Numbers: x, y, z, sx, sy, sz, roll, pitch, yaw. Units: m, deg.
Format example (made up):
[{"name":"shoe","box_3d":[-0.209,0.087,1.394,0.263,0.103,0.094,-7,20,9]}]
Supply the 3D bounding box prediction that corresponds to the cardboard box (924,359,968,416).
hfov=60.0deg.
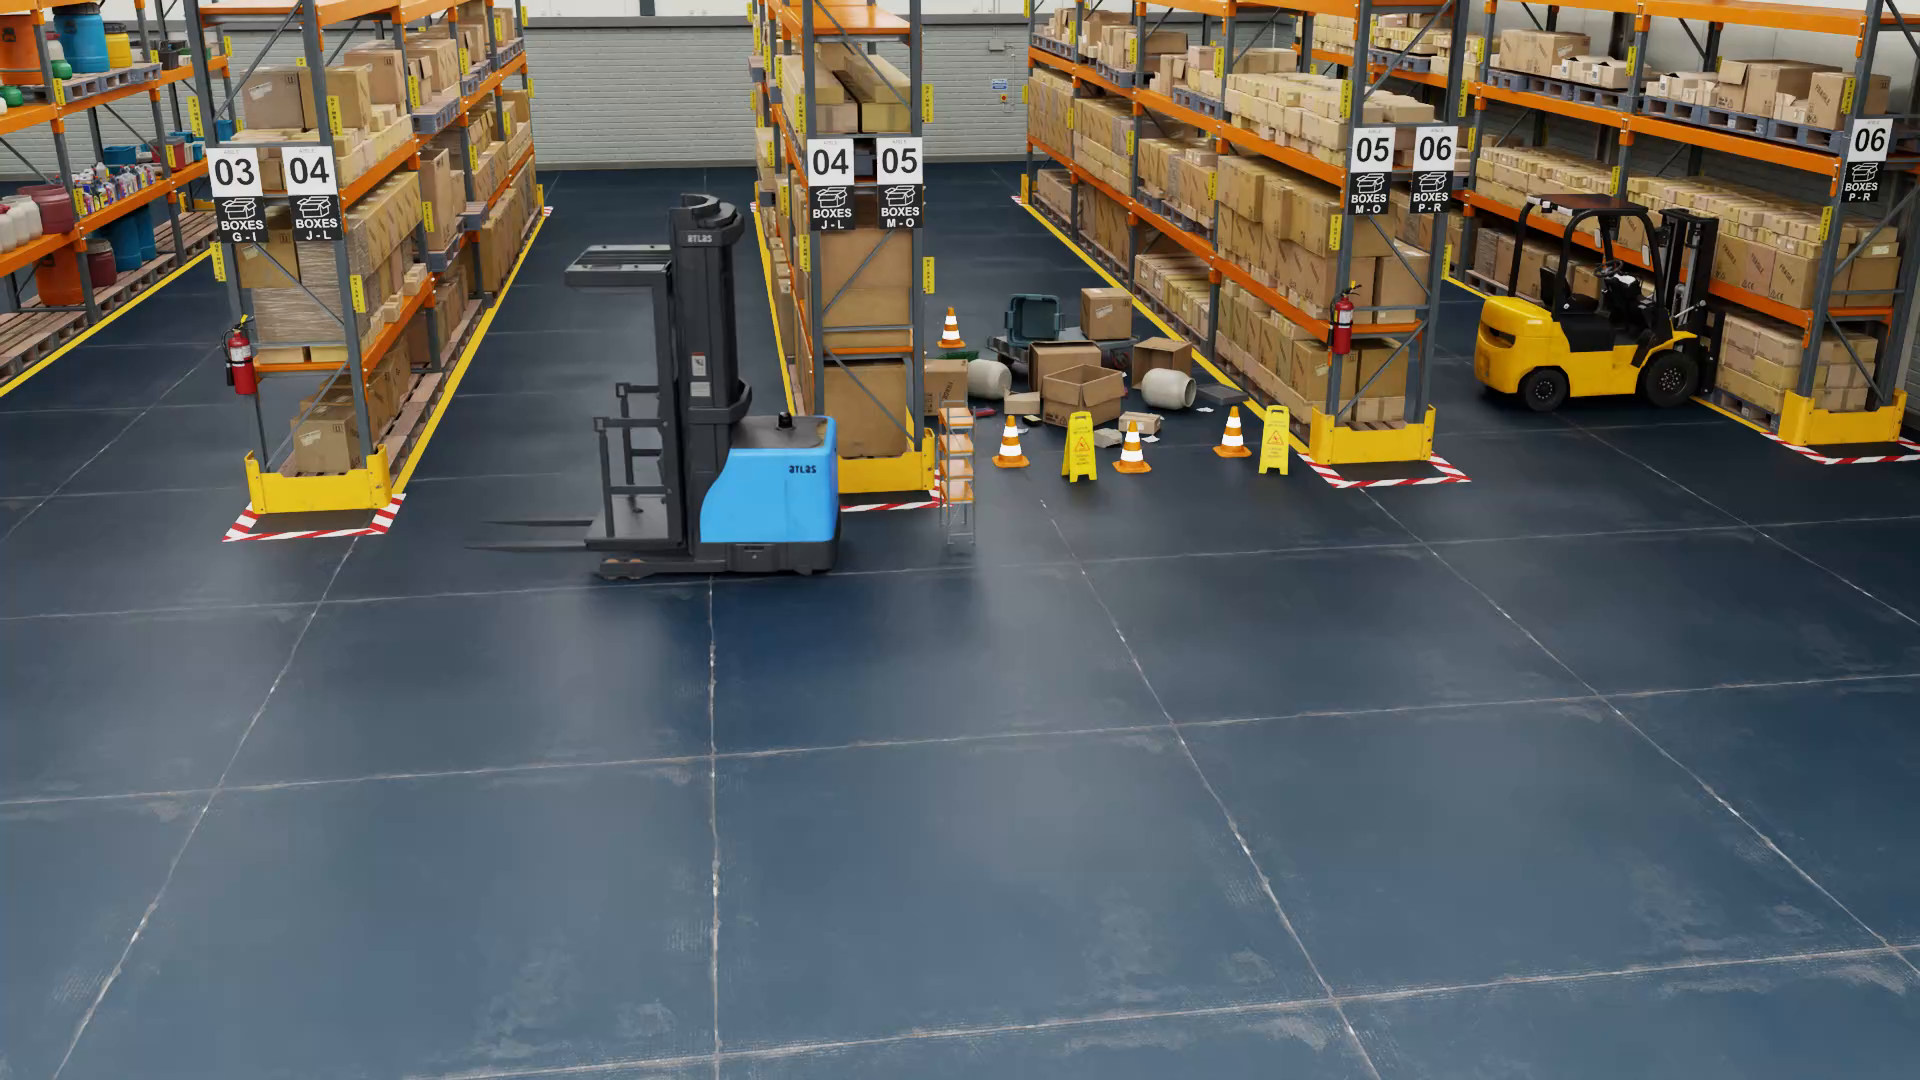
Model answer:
[{"name":"cardboard box","box_3d":[-0.170,-1.642,17.894,0.500,0.500,0.500,1,20,2]}]

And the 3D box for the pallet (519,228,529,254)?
[{"name":"pallet","box_3d":[-7.518,-4.813,26.800,1.003,0.211,1.213,-3,21,-8]}]

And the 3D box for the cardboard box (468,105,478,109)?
[{"name":"cardboard box","box_3d":[-7.885,-6.592,26.295,0.500,0.500,0.500,-3,21,-7]}]

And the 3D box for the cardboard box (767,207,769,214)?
[{"name":"cardboard box","box_3d":[-2.718,-5.175,25.685,0.500,0.250,0.500,-4,21,-10]}]

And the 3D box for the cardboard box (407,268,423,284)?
[{"name":"cardboard box","box_3d":[-5.984,-2.818,17.832,0.380,0.149,0.250,-3,21,-8]}]

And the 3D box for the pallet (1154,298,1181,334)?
[{"name":"pallet","box_3d":[3.181,-2.968,21.862,1.003,0.211,1.213,-3,21,-8]}]

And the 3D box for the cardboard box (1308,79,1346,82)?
[{"name":"cardboard box","box_3d":[3.965,-4.880,17.928,0.380,0.149,0.250,-2,21,-6]}]

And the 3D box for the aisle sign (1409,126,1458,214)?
[{"name":"aisle sign","box_3d":[4.366,-3.409,15.341,0.394,0.787,0.004,-3,21,-8]}]

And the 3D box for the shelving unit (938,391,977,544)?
[{"name":"shelving unit","box_3d":[-0.024,-0.619,14.160,0.258,1.200,0.503,-3,21,-8]}]

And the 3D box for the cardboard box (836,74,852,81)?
[{"name":"cardboard box","box_3d":[-1.012,-4.682,17.225,0.500,0.250,0.500,-3,21,-8]}]

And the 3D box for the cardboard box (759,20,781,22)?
[{"name":"cardboard box","box_3d":[-3.037,-8.278,26.736,0.380,0.149,0.250,-4,21,-10]}]

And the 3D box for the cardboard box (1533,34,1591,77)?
[{"name":"cardboard box","box_3d":[7.819,-6.299,21.620,0.500,0.500,0.500,-2,21,-6]}]

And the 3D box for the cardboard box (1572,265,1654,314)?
[{"name":"cardboard box","box_3d":[8.299,-3.098,21.017,0.875,0.625,0.625,-2,21,-5]}]

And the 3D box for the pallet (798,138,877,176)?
[{"name":"pallet","box_3d":[-0.950,-3.532,15.226,1.003,0.211,1.213,-3,21,-8]}]

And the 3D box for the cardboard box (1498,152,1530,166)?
[{"name":"cardboard box","box_3d":[7.665,-5.264,22.953,0.380,0.149,0.250,-2,21,-6]}]

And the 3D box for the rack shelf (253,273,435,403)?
[{"name":"rack shelf","box_3d":[-6.044,-2.053,16.453,1.077,0.370,4.000,-3,21,-8]}]

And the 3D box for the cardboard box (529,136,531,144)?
[{"name":"cardboard box","box_3d":[-7.646,-6.923,28.823,0.380,0.149,0.250,-3,21,-7]}]

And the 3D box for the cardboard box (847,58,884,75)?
[{"name":"cardboard box","box_3d":[-0.970,-4.917,17.283,0.380,0.149,0.250,-3,21,-8]}]

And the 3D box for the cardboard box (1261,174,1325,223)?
[{"name":"cardboard box","box_3d":[3.586,-3.544,17.421,0.700,0.500,0.500,-3,21,-8]}]

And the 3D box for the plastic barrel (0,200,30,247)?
[{"name":"plastic barrel","box_3d":[-11.390,-3.778,19.885,0.421,0.512,0.421,0,20,0]}]

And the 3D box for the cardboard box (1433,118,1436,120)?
[{"name":"cardboard box","box_3d":[7.155,-6.489,26.559,0.700,0.500,0.500,-3,21,-7]}]

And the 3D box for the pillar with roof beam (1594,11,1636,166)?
[{"name":"pillar with roof beam","box_3d":[4.629,-7.406,21.183,9.100,9.000,0.400,-3,21,-8]}]

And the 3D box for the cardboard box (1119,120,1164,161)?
[{"name":"cardboard box","box_3d":[2.564,-5.648,23.479,0.500,0.500,0.500,-3,21,-9]}]

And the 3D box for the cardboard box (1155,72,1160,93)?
[{"name":"cardboard box","box_3d":[2.811,-6.103,22.174,0.396,0.266,0.258,-3,21,-8]}]

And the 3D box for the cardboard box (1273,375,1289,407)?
[{"name":"cardboard box","box_3d":[3.601,-1.552,17.413,0.500,0.250,0.500,-3,21,-8]}]

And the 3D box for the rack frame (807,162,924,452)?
[{"name":"rack frame","box_3d":[-0.833,-1.912,15.049,1.000,3.000,0.127,-3,21,-8]}]

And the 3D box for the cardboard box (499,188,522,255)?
[{"name":"cardboard box","box_3d":[-7.374,-4.833,25.305,1.225,0.875,0.875,-3,21,-8]}]

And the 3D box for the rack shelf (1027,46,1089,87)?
[{"name":"rack shelf","box_3d":[2.033,-8.112,28.390,1.077,0.370,4.000,-3,21,-8]}]

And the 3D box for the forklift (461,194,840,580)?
[{"name":"forklift","box_3d":[-2.531,-1.239,13.344,3.031,2.935,1.130,0,20,-1]}]

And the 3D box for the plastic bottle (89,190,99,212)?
[{"name":"plastic bottle","box_3d":[-11.594,-4.538,22.245,0.061,0.283,0.133,-3,21,-8]}]

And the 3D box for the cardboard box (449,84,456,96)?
[{"name":"cardboard box","box_3d":[-6.513,-5.479,20.525,0.500,0.250,0.500,-3,21,-8]}]

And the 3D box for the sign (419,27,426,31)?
[{"name":"sign","box_3d":[-8.035,-7.508,24.892,0.100,0.325,0.005,-3,21,-8]}]

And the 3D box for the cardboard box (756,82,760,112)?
[{"name":"cardboard box","box_3d":[-3.129,-7.406,27.761,0.500,0.500,0.500,-4,21,-9]}]

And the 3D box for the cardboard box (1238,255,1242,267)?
[{"name":"cardboard box","box_3d":[3.358,-3.164,18.758,0.380,0.149,0.250,-3,21,-8]}]

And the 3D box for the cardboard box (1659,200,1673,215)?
[{"name":"cardboard box","box_3d":[8.237,-3.793,19.015,0.380,0.149,0.250,-2,21,-7]}]

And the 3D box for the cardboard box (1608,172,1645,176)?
[{"name":"cardboard box","box_3d":[8.468,-4.586,21.138,0.380,0.149,0.250,-3,21,-8]}]

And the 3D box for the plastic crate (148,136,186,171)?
[{"name":"plastic crate","box_3d":[-12.267,-5.982,25.768,0.402,0.464,0.583,-3,21,-8]}]

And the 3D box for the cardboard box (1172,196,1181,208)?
[{"name":"cardboard box","box_3d":[2.945,-4.362,21.367,0.380,0.149,0.250,-2,21,-6]}]

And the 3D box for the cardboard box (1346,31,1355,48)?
[{"name":"cardboard box","box_3d":[6.830,-8.411,27.952,0.500,0.250,0.500,-4,21,-10]}]

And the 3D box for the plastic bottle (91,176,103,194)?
[{"name":"plastic bottle","box_3d":[-11.903,-4.842,22.962,0.144,0.351,0.185,-3,21,-8]}]

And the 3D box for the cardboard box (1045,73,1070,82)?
[{"name":"cardboard box","box_3d":[1.700,-8.057,29.003,0.380,0.149,0.250,-3,21,-7]}]

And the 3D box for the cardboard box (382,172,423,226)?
[{"name":"cardboard box","box_3d":[-5.995,-3.595,17.556,0.500,0.500,0.500,-3,21,-8]}]

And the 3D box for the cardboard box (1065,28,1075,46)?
[{"name":"cardboard box","box_3d":[1.912,-8.143,26.892,0.396,0.266,0.258,-2,21,-6]}]

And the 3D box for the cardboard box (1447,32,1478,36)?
[{"name":"cardboard box","box_3d":[7.639,-7.644,25.298,0.380,0.149,0.250,-2,21,-6]}]

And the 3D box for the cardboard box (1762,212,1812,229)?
[{"name":"cardboard box","box_3d":[8.609,-3.315,17.310,0.380,0.149,0.250,-3,21,-7]}]

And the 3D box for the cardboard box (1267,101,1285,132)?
[{"name":"cardboard box","box_3d":[3.484,-4.363,17.113,0.500,0.250,0.500,-3,21,-7]}]

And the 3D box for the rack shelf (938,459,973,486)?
[{"name":"rack shelf","box_3d":[-0.024,-0.556,14.183,0.258,0.148,0.480,-3,21,-8]}]

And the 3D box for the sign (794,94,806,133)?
[{"name":"sign","box_3d":[-1.372,-3.673,14.323,0.100,0.325,0.005,-3,21,-8]}]

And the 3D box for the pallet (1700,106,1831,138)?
[{"name":"pallet","box_3d":[8.707,-4.482,17.768,1.003,0.211,1.213,-3,21,-8]}]

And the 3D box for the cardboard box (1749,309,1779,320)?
[{"name":"cardboard box","box_3d":[8.943,-2.348,18.116,0.500,0.250,0.500,-3,21,-8]}]

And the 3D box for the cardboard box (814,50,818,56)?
[{"name":"cardboard box","box_3d":[-1.805,-6.345,22.488,0.500,0.500,0.500,-3,21,-8]}]

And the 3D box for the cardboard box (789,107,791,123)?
[{"name":"cardboard box","box_3d":[-1.508,-4.244,16.621,0.380,0.149,0.250,-3,21,-8]}]

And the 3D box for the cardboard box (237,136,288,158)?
[{"name":"cardboard box","box_3d":[-6.026,-3.395,14.377,0.380,0.149,0.250,-4,21,-10]}]

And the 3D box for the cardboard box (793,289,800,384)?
[{"name":"cardboard box","box_3d":[-1.388,-2.277,18.463,0.875,0.875,0.875,-3,21,-7]}]

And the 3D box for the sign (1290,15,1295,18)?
[{"name":"sign","box_3d":[6.119,-9.776,30.566,0.100,0.325,0.005,-3,21,-8]}]

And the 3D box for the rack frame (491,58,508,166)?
[{"name":"rack frame","box_3d":[-7.486,-5.852,25.597,1.000,3.000,0.127,-3,21,-8]}]
